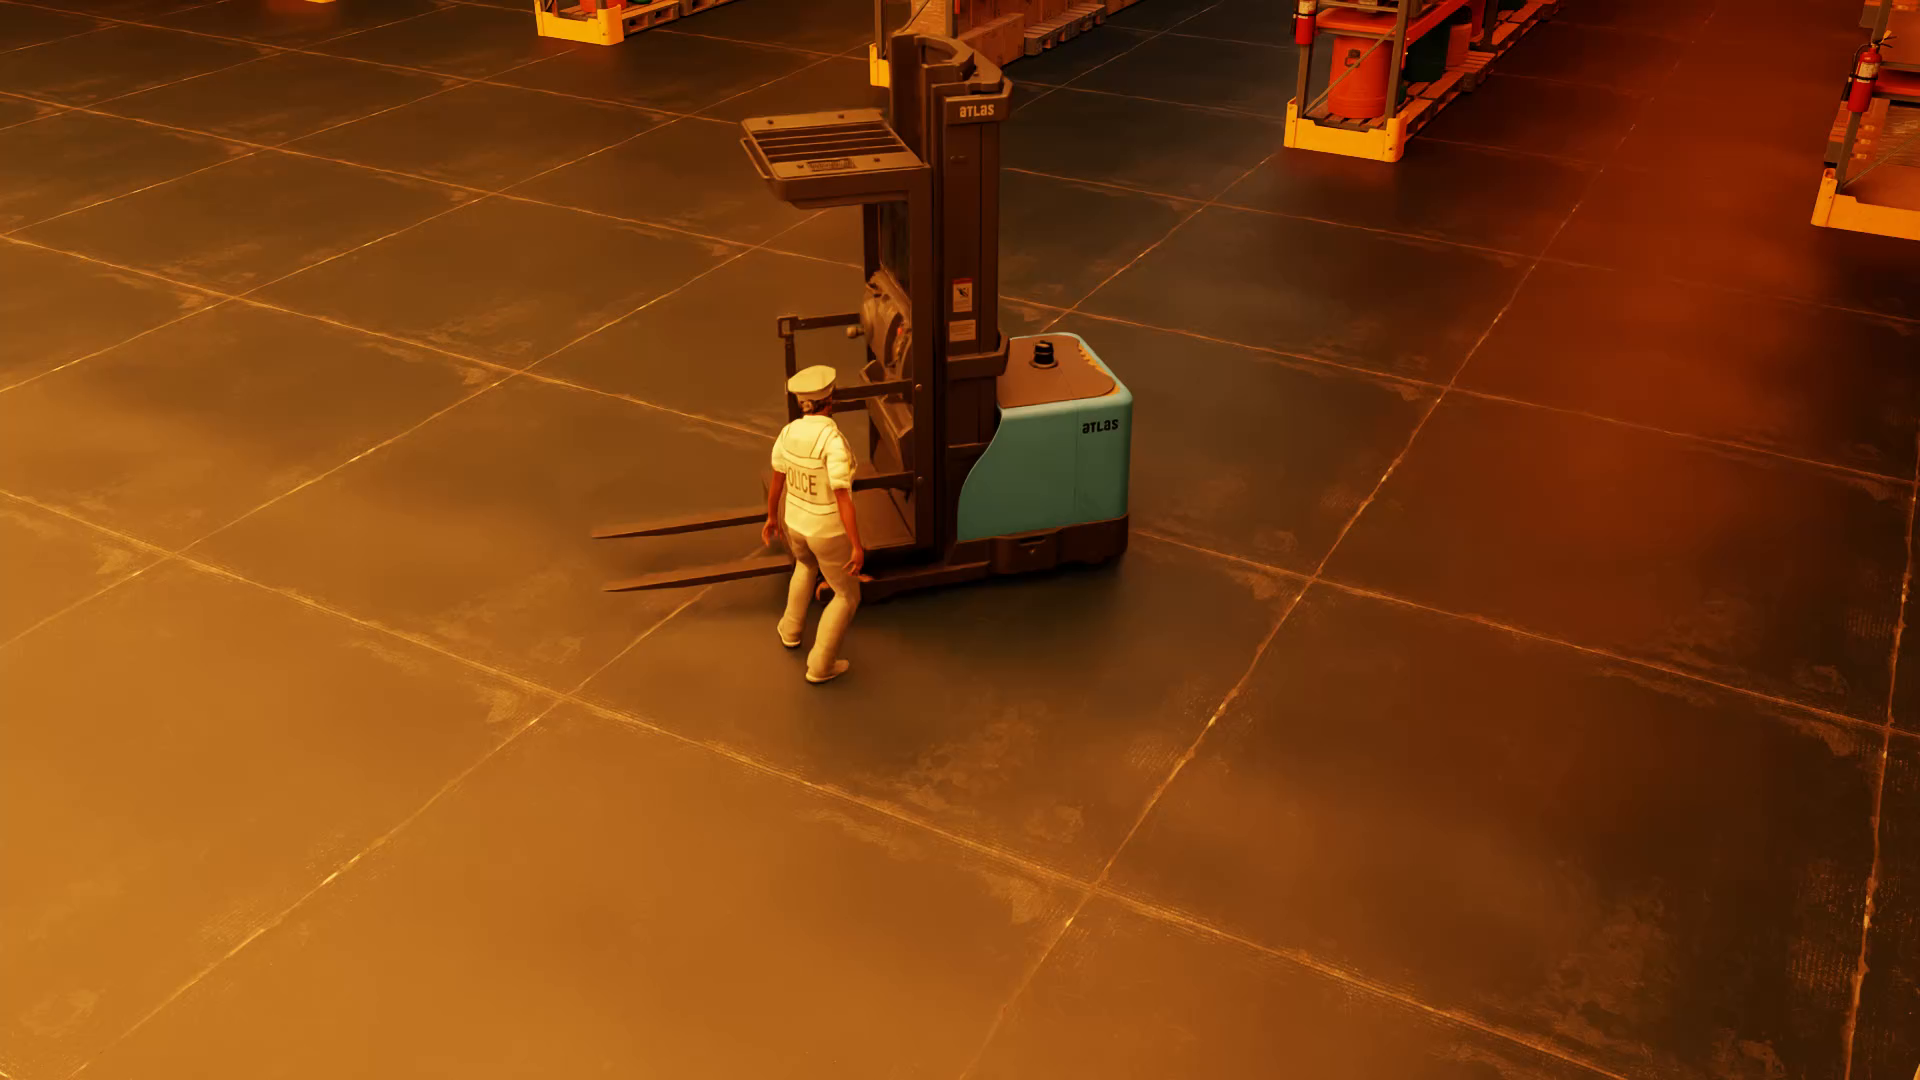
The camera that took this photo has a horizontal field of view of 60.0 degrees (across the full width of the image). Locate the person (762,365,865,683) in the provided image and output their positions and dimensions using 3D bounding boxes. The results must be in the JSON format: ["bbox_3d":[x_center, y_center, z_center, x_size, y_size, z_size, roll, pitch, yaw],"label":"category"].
[{"bbox_3d":[-0.735,-0.060,8.536,0.425,1.638,0.812,-25,38,-36],"label":"person"}]

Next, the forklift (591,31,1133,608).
[{"bbox_3d":[-0.592,-1.173,9.103,3.031,2.935,1.130,-8,31,-14],"label":"forklift"}]
